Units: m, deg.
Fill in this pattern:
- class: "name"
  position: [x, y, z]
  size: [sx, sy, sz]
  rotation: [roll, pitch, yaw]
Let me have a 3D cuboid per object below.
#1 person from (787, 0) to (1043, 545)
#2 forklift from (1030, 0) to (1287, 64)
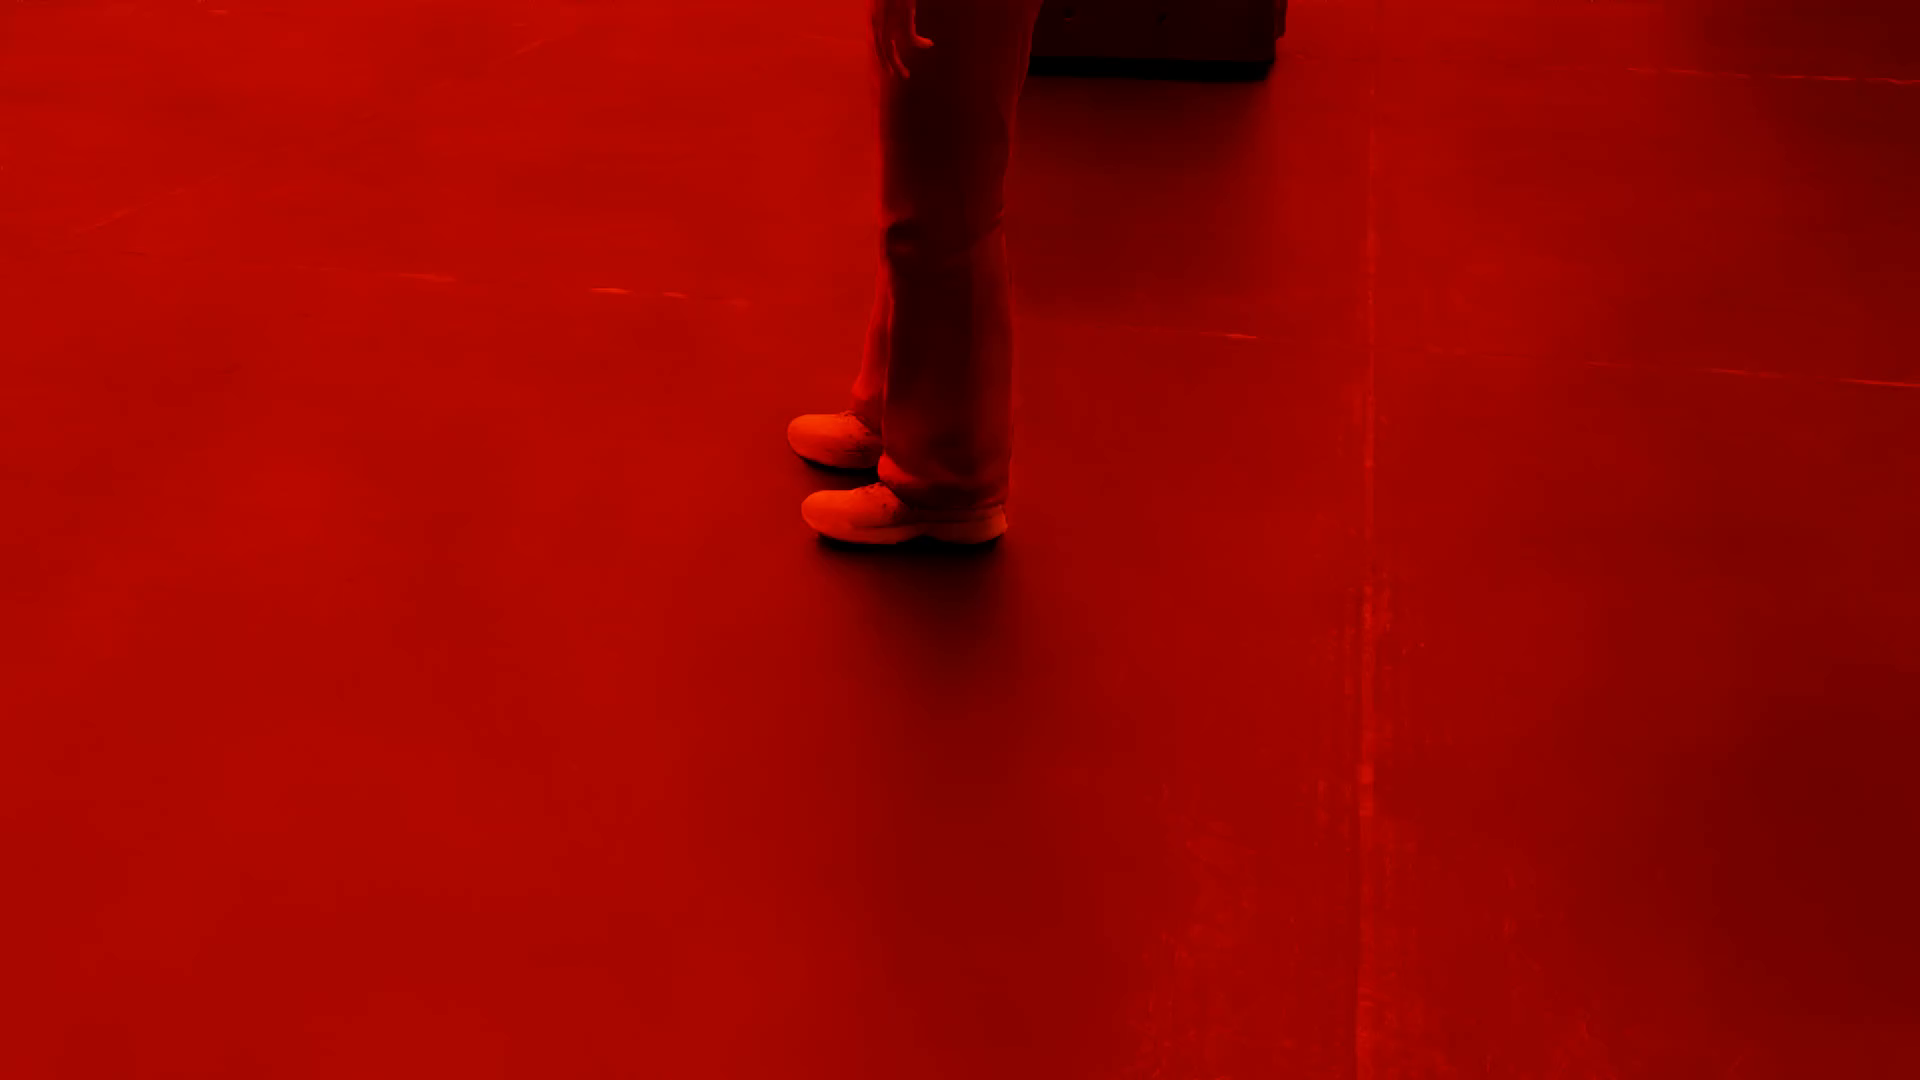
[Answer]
- class: "person"
  position: [-0.070, -0.767, 2.143]
  size: [0.548, 1.674, 0.554]
  rotation: [6, 27, 11]
- class: "forklift"
  position: [0.745, -3.513, 6.210]
  size: [1.130, 2.935, 3.031]
  rotation: [4, 27, 8]
